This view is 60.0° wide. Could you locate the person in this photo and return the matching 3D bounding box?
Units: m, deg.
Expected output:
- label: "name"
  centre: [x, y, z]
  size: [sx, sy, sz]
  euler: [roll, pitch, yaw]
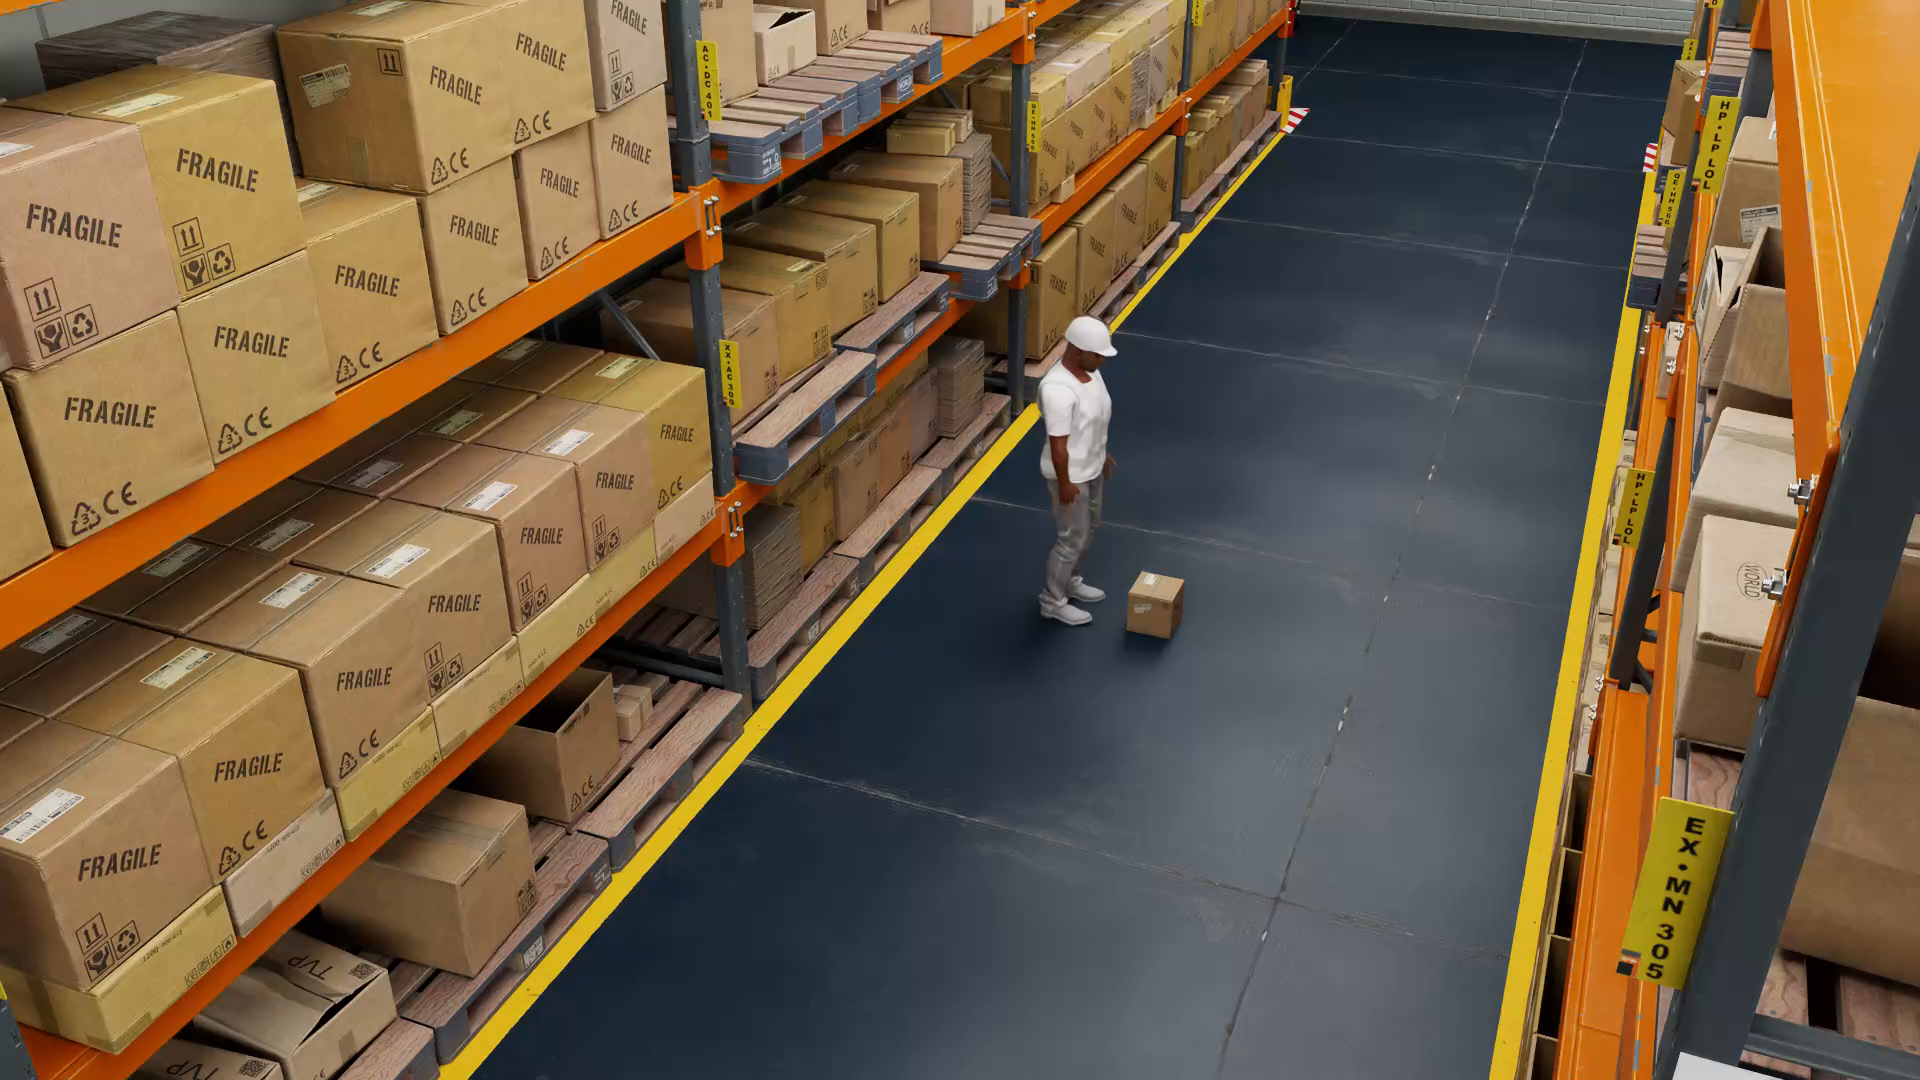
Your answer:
- label: "person"
  centre: [0.638, -0.396, 9.084]
  size: [0.373, 1.757, 0.569]
  euler: [12, 32, 20]
